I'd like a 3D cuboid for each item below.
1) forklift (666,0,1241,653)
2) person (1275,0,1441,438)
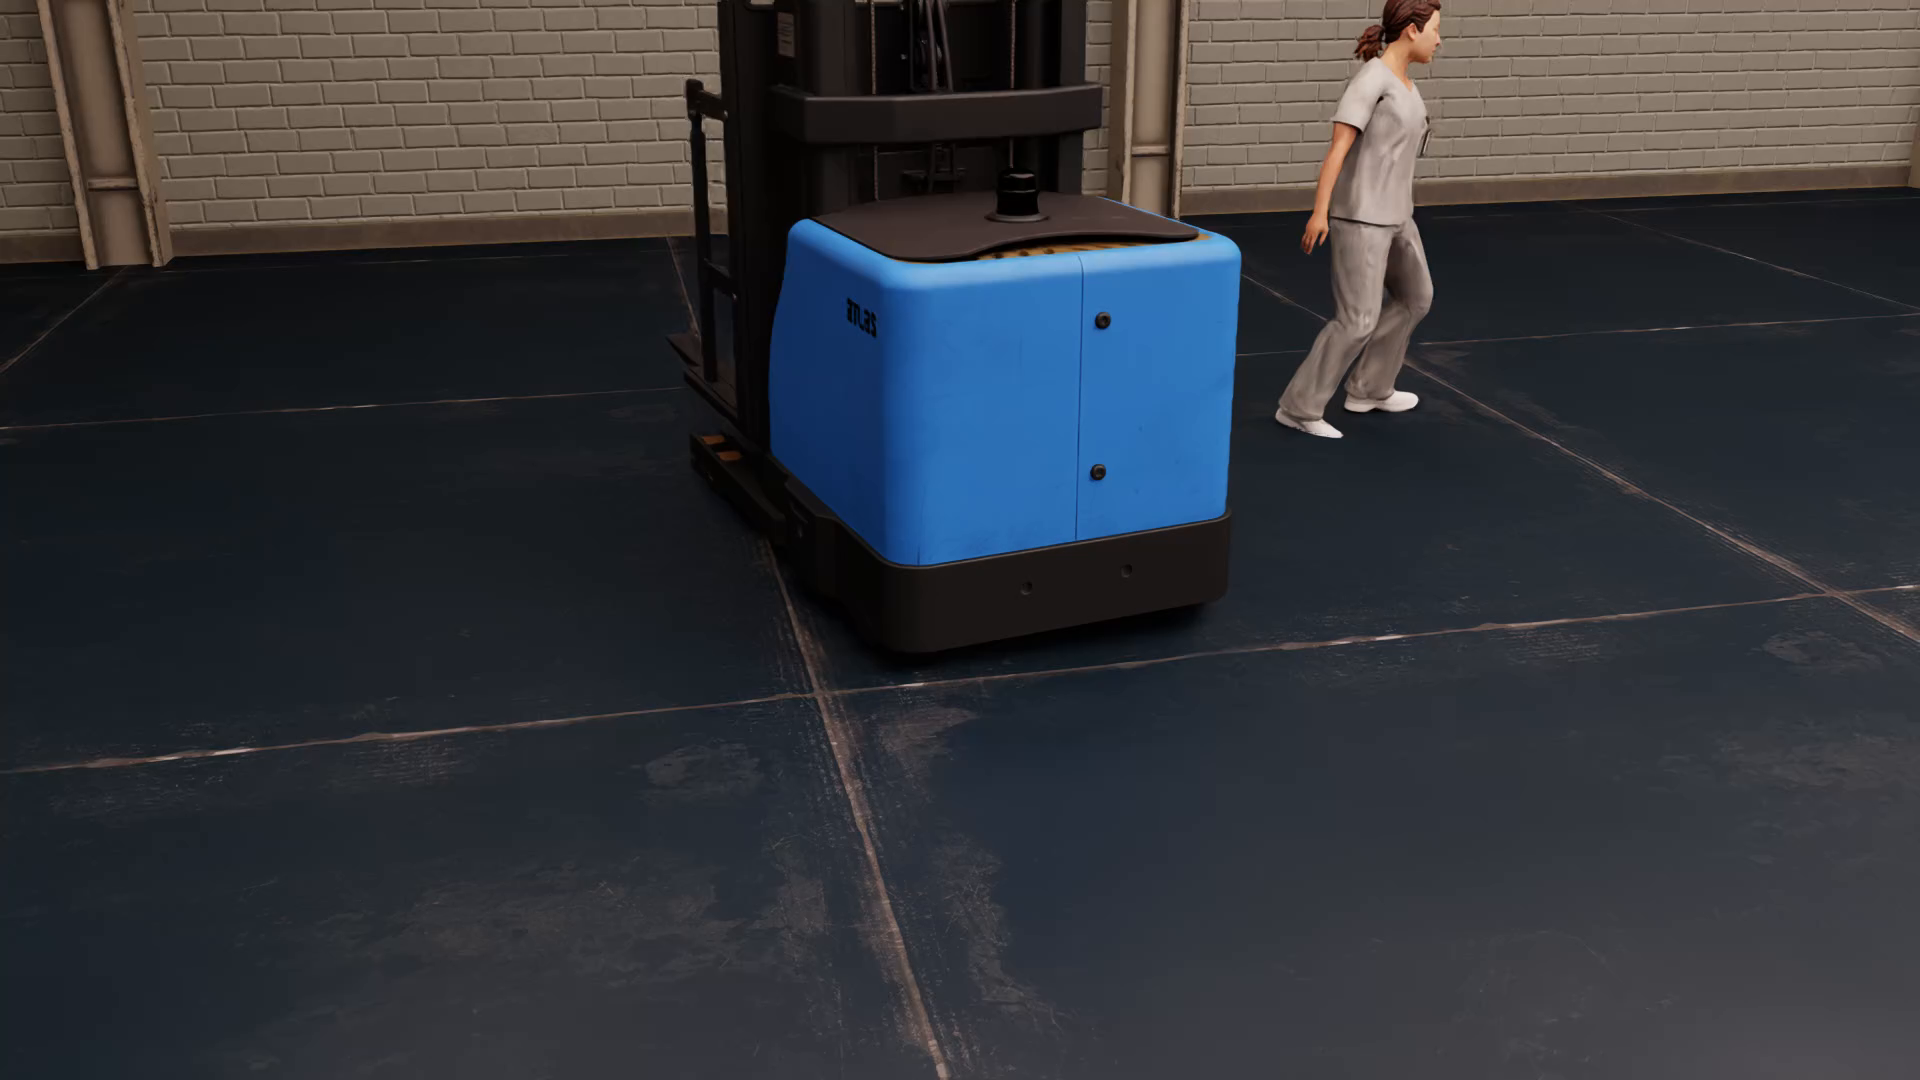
[{"bbox_3d":[-0.297,-1.564,5.286,1.130,2.935,3.031,-9,23,-22],"label":"forklift"},{"bbox_3d":[1.491,-1.187,6.205,0.444,1.640,0.782,15,25,34],"label":"person"}]
